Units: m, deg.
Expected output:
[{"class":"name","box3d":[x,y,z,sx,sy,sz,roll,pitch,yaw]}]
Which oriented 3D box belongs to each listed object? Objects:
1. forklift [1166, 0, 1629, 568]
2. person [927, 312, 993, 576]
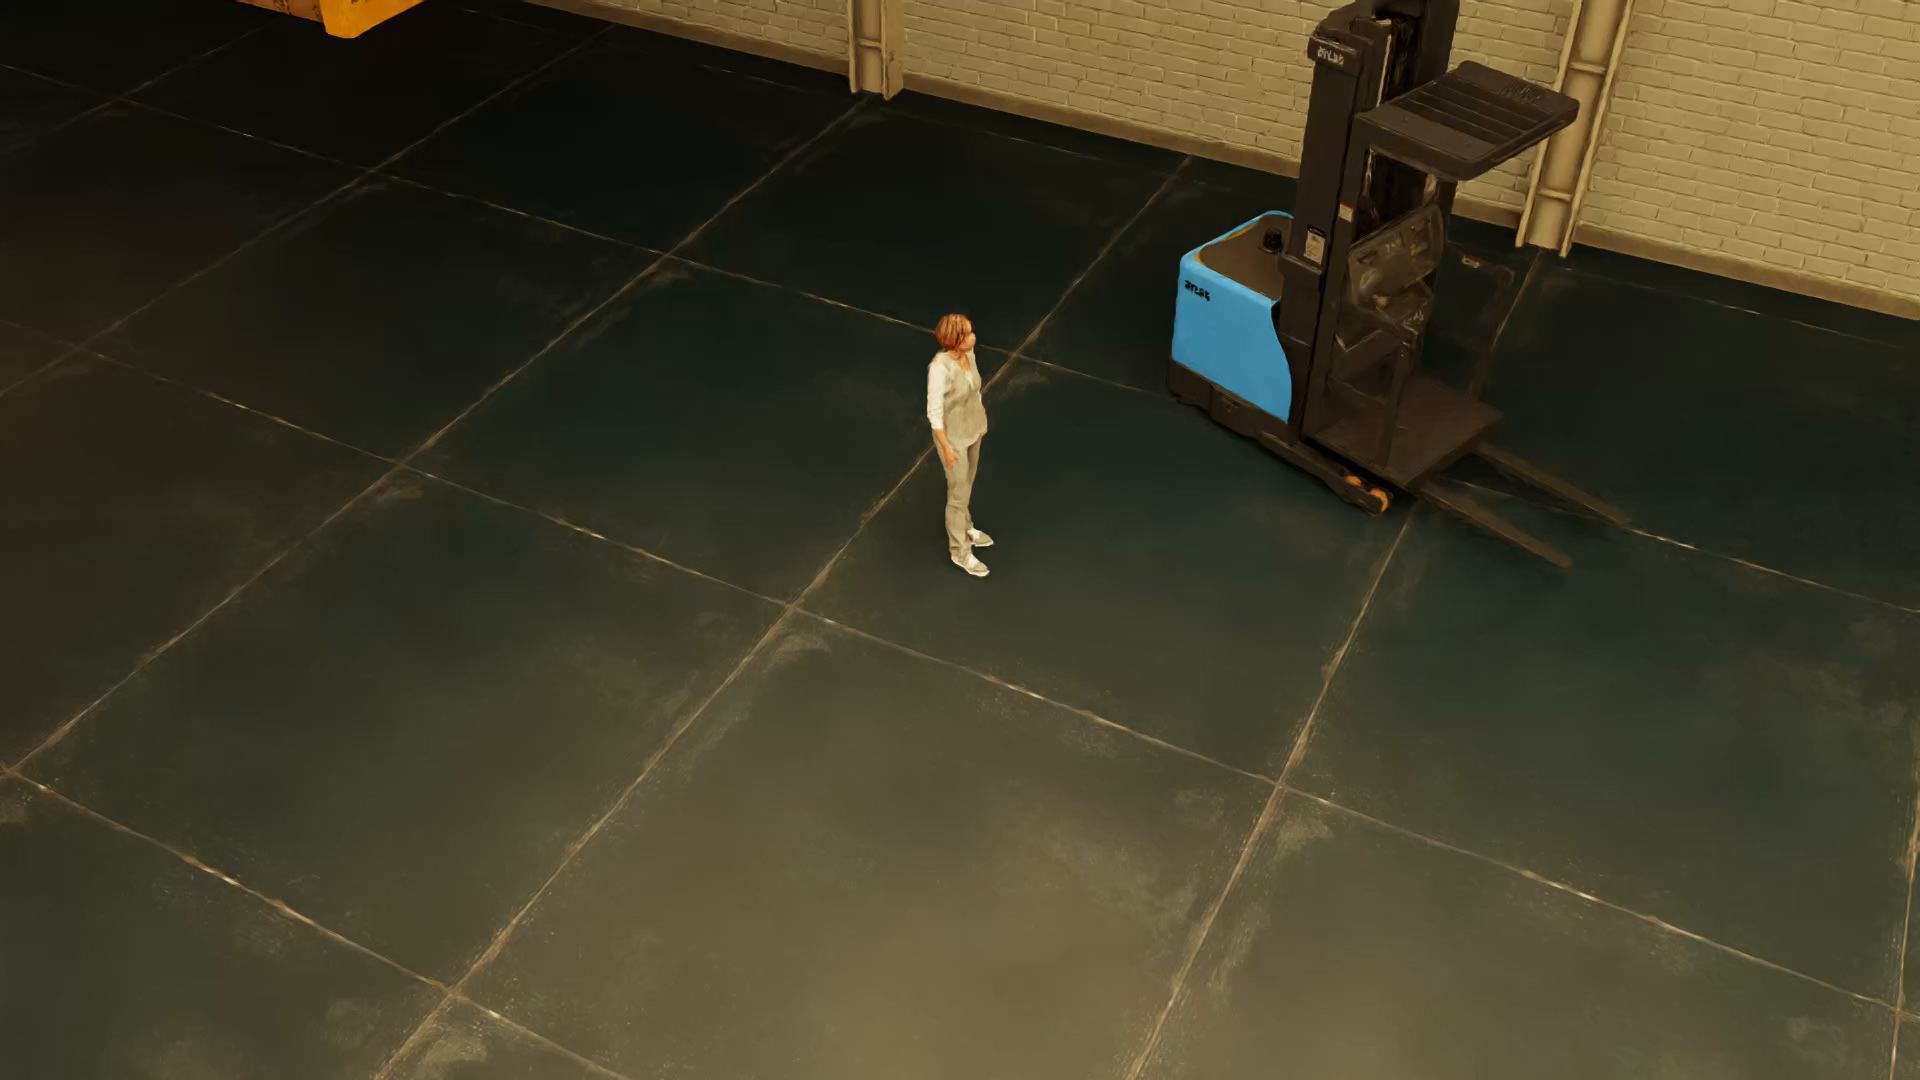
[{"class":"forklift","box3d":[2.780,-1.650,9.945,1.130,2.935,3.031,-31,49,-31]},{"class":"person","box3d":[0.059,-0.586,9.707,0.474,1.597,0.521,18,43,21]}]
